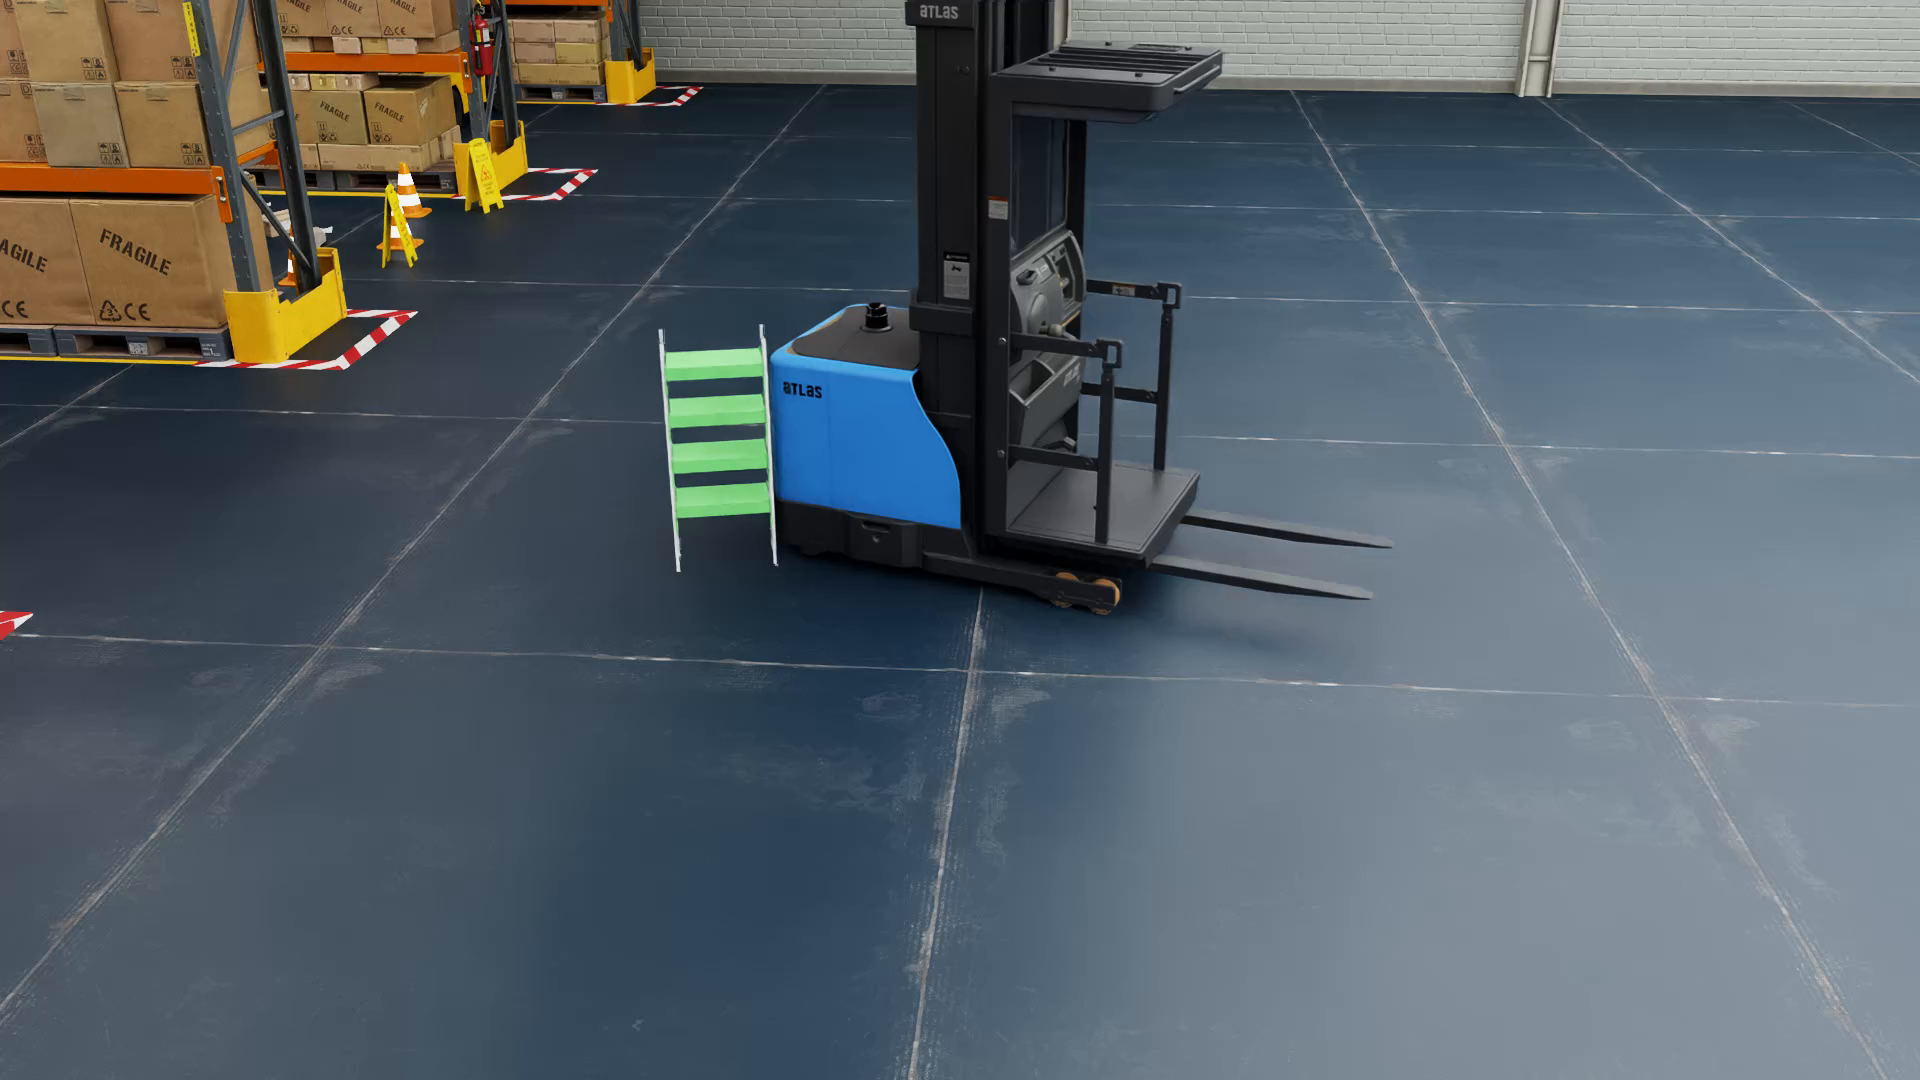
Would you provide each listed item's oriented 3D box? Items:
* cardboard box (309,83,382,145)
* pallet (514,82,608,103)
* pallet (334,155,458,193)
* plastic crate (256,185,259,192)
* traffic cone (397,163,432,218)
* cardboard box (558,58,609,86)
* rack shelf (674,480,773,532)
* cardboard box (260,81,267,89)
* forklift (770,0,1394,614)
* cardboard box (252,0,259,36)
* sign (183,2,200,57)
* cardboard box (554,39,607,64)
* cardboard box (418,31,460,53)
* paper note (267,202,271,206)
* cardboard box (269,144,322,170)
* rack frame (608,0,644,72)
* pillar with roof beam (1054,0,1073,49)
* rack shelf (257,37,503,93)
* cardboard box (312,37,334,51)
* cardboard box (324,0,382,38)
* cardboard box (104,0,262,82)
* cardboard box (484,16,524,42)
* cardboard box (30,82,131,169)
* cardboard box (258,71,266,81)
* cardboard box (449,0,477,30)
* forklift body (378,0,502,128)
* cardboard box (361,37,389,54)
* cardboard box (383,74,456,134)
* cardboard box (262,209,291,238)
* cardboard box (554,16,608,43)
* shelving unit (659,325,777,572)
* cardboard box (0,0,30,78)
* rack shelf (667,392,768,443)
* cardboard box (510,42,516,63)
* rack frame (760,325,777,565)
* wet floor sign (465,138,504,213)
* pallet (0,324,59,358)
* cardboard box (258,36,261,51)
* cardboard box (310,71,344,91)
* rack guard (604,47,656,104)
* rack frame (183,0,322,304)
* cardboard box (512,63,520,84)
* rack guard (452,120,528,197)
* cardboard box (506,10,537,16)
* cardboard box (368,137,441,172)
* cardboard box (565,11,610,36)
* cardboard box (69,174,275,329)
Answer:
[{"bbox_3d":[-5.855,-4.096,15.954,0.500,0.500,0.500,3,25,6],"label":"cardboard box"},{"bbox_3d":[-4.905,-5.691,20.865,1.213,0.211,1.003,2,25,4],"label":"pallet"},{"bbox_3d":[-5.399,-3.658,16.448,1.213,0.211,1.003,2,25,4],"label":"pallet"},{"bbox_3d":[-7.001,-3.291,15.807,0.583,0.080,0.402,-7,26,-14],"label":"plastic crate"},{"bbox_3d":[-5.043,-3.205,15.163,0.334,0.463,0.336,2,25,4],"label":"traffic cone"},{"bbox_3d":[-4.632,-5.776,20.501,0.500,0.250,0.500,2,25,4],"label":"cardboard box"},{"bbox_3d":[-1.200,-0.172,8.416,0.480,0.148,0.258,-4,25,-9],"label":"rack shelf"},{"bbox_3d":[-6.885,-4.131,16.029,0.500,0.500,0.500,3,25,7],"label":"cardboard box"},{"bbox_3d":[0.612,-1.227,7.911,3.031,2.935,1.130,10,26,20],"label":"forklift"},{"bbox_3d":[-6.579,-5.024,15.605,0.500,0.500,0.500,2,25,5],"label":"cardboard box"},{"bbox_3d":[-4.849,-3.223,10.498,0.005,0.325,0.100,2,25,4],"label":"sign"},{"bbox_3d":[-4.649,-6.005,20.400,0.500,0.250,0.500,2,25,3],"label":"cardboard box"},{"bbox_3d":[-4.905,-4.690,15.656,0.250,0.149,0.380,3,25,6],"label":"cardboard box"},{"bbox_3d":[-6.508,-3.121,15.496,0.148,0.019,0.142,-7,26,-14],"label":"paper note"},{"bbox_3d":[-6.380,-3.771,16.145,0.500,0.250,0.500,1,25,2],"label":"cardboard box"},{"bbox_3d":[-4.140,-6.951,20.267,0.127,3.000,1.000,2,25,4],"label":"rack frame"},{"bbox_3d":[0.888,-8.088,15.561,0.400,9.000,9.100,2,25,4],"label":"pillar with roof beam"},{"bbox_3d":[-6.510,-4.619,16.060,4.000,0.370,1.077,2,25,4],"label":"rack shelf"},{"bbox_3d":[-5.924,-4.732,15.746,0.250,0.149,0.380,2,25,5],"label":"cardboard box"},{"bbox_3d":[-5.577,-4.983,15.515,0.500,0.500,0.500,2,25,4],"label":"cardboard box"},{"bbox_3d":[-5.161,-3.402,11.084,0.550,0.550,0.875,2,25,4],"label":"cardboard box"},{"bbox_3d":[-5.636,-6.257,20.351,0.500,0.250,0.500,2,25,5],"label":"cardboard box"},{"bbox_3d":[-5.718,-2.885,11.252,0.550,0.550,0.875,2,25,4],"label":"cardboard box"},{"bbox_3d":[-6.878,-4.354,16.513,0.500,0.500,0.500,3,25,7],"label":"cardboard box"},{"bbox_3d":[-4.967,-5.193,15.972,0.500,0.500,0.500,1,25,3],"label":"cardboard box"},{"bbox_3d":[-6.170,-5.865,18.924,1.214,2.155,2.313,2,25,4],"label":"forklift body"},{"bbox_3d":[-5.420,-4.669,15.610,0.250,0.149,0.380,1,25,3],"label":"cardboard box"},{"bbox_3d":[-5.323,-4.306,16.409,0.500,0.500,0.500,1,25,2],"label":"cardboard box"},{"bbox_3d":[-5.977,-2.787,14.628,0.250,0.149,0.380,16,29,31],"label":"cardboard box"},{"bbox_3d":[-4.623,-6.231,20.295,0.500,0.250,0.500,3,25,6],"label":"cardboard box"},{"bbox_3d":[-1.200,-0.449,8.289,0.503,1.200,0.258,-4,25,-9],"label":"shelving unit"},{"bbox_3d":[-6.264,-3.456,11.201,0.550,0.550,0.875,2,25,4],"label":"cardboard box"},{"bbox_3d":[-1.200,-0.609,8.215,0.480,0.148,0.258,-4,25,-9],"label":"rack shelf"},{"bbox_3d":[-5.664,-6.033,20.462,0.500,0.250,0.500,1,25,3],"label":"cardboard box"},{"bbox_3d":[-0.959,-0.465,8.326,0.015,1.200,0.240,-4,25,-9],"label":"rack frame"},{"bbox_3d":[-4.408,-3.360,15.281,0.232,0.644,0.267,11,27,22],"label":"wet floor sign"},{"bbox_3d":[-6.810,-1.582,11.935,1.213,0.211,1.003,2,25,4],"label":"pallet"},{"bbox_3d":[-6.686,-4.711,15.699,0.250,0.149,0.380,2,25,4],"label":"cardboard box"},{"bbox_3d":[-5.956,-4.369,15.770,0.250,0.149,0.380,2,25,5],"label":"cardboard box"},{"bbox_3d":[-4.116,-5.814,20.788,0.348,0.500,1.175,2,25,4],"label":"rack guard"},{"bbox_3d":[-4.794,-2.815,11.280,0.127,3.000,1.000,2,25,4],"label":"rack frame"},{"bbox_3d":[-5.625,-5.815,20.587,0.500,0.250,0.500,2,25,5],"label":"cardboard box"},{"bbox_3d":[-4.592,-3.749,16.299,0.348,0.500,1.175,2,25,4],"label":"rack guard"},{"bbox_3d":[-5.601,-6.476,20.826,0.500,0.250,0.500,2,25,4],"label":"cardboard box"},{"bbox_3d":[-5.366,-3.738,16.072,0.500,0.250,0.500,2,25,4],"label":"cardboard box"},{"bbox_3d":[-4.604,-6.441,20.750,0.500,0.250,0.500,1,25,3],"label":"cardboard box"},{"bbox_3d":[-5.475,-2.035,11.624,0.875,0.875,0.875,2,25,4],"label":"cardboard box"}]
